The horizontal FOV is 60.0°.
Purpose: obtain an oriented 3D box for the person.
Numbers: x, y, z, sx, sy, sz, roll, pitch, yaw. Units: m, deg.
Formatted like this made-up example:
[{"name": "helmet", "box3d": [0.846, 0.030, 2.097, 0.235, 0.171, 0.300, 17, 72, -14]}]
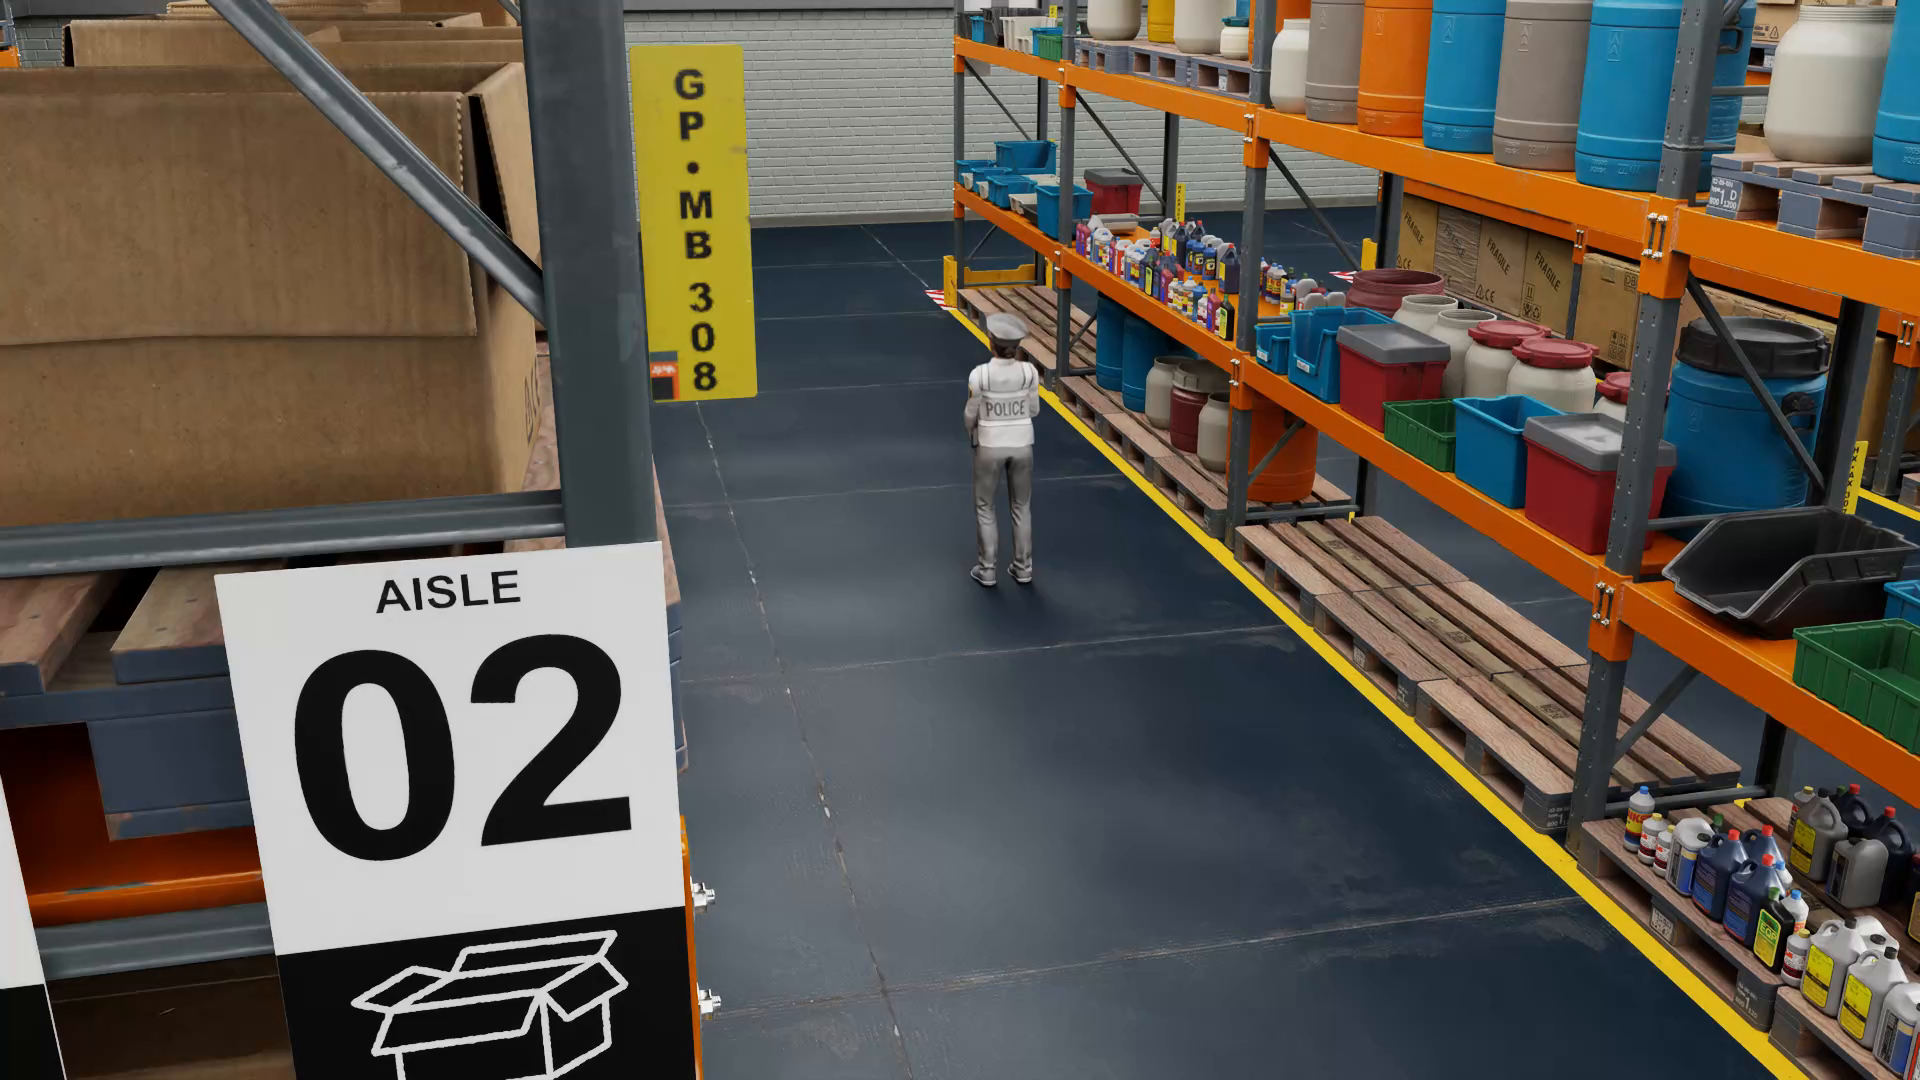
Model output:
[{"name": "person", "box3d": [0.250, -0.566, 10.116, 0.459, 1.688, 0.543, -4, 20, -12]}]
